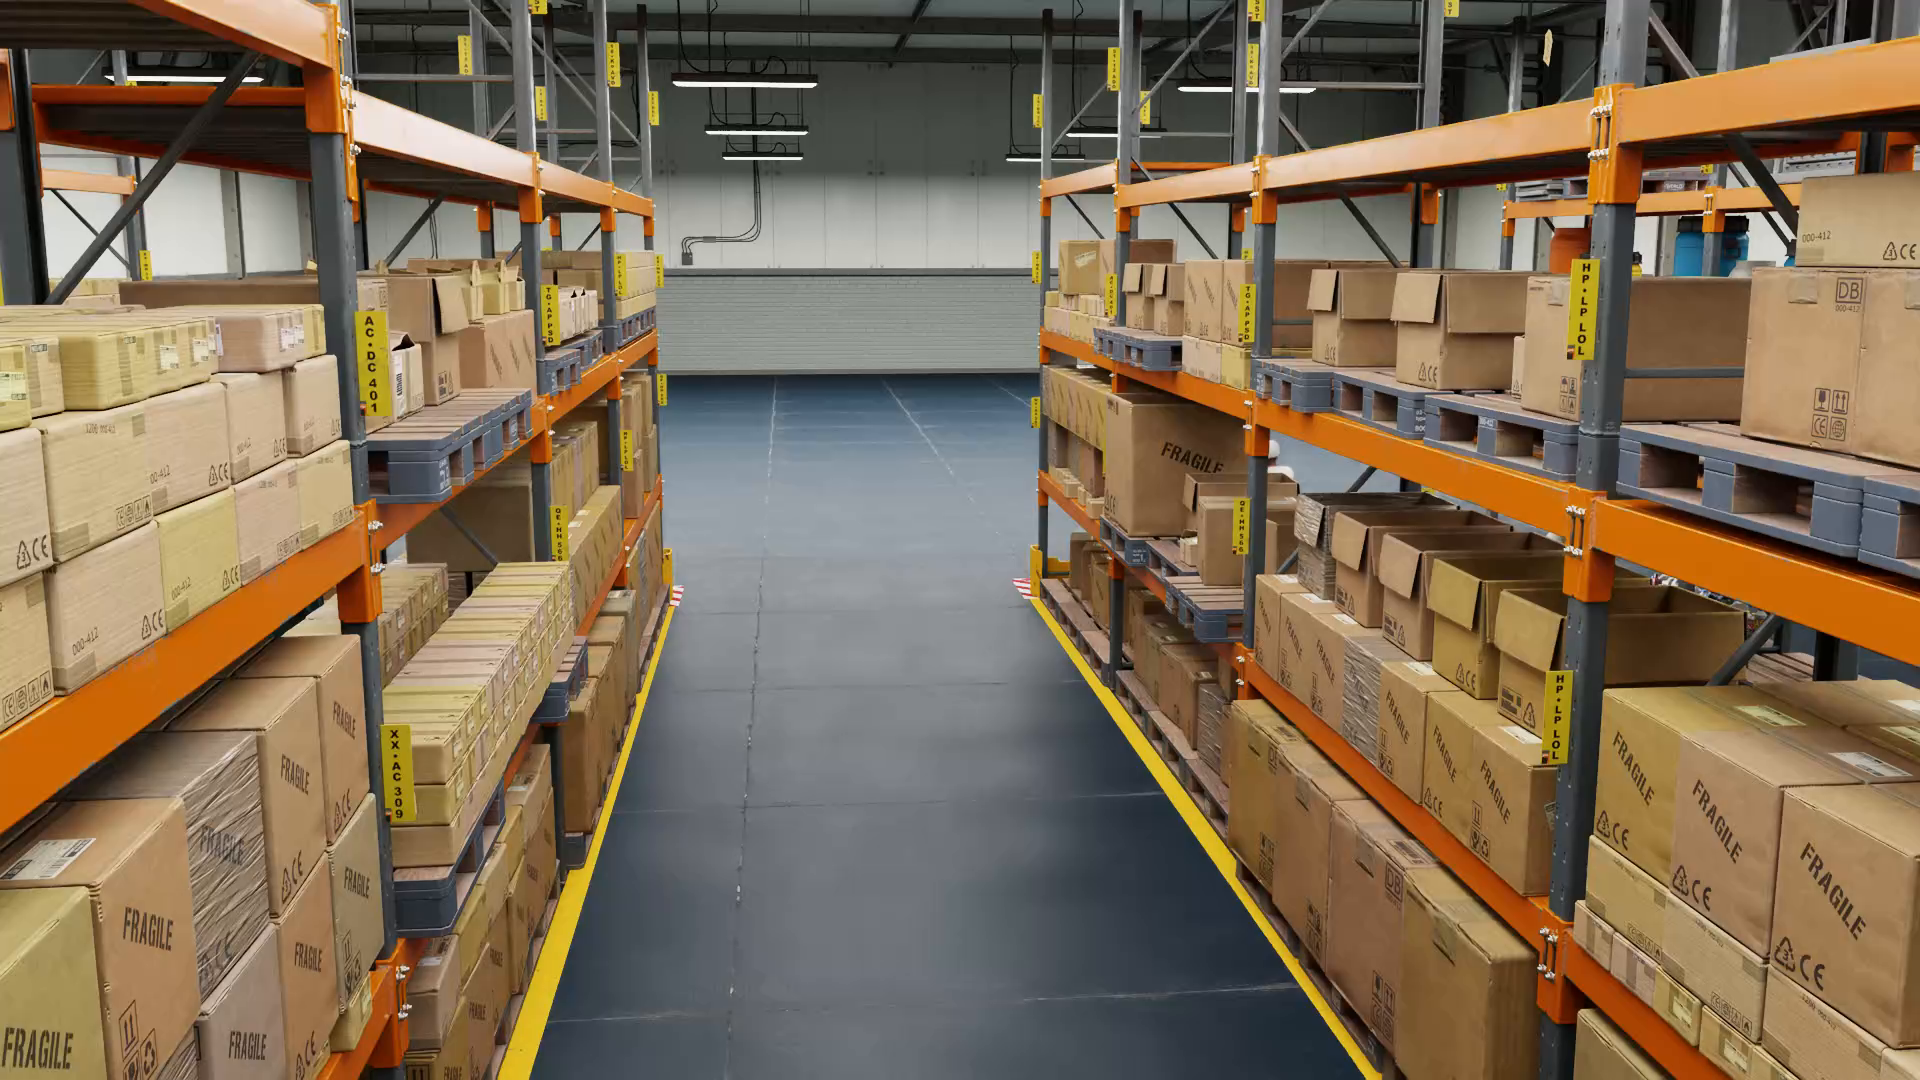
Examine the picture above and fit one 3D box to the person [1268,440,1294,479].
[{"bbox_3d":[3.011,-0.121,16.463,0.630,1.784,0.391,-5,11,-26],"label":"person"}]
